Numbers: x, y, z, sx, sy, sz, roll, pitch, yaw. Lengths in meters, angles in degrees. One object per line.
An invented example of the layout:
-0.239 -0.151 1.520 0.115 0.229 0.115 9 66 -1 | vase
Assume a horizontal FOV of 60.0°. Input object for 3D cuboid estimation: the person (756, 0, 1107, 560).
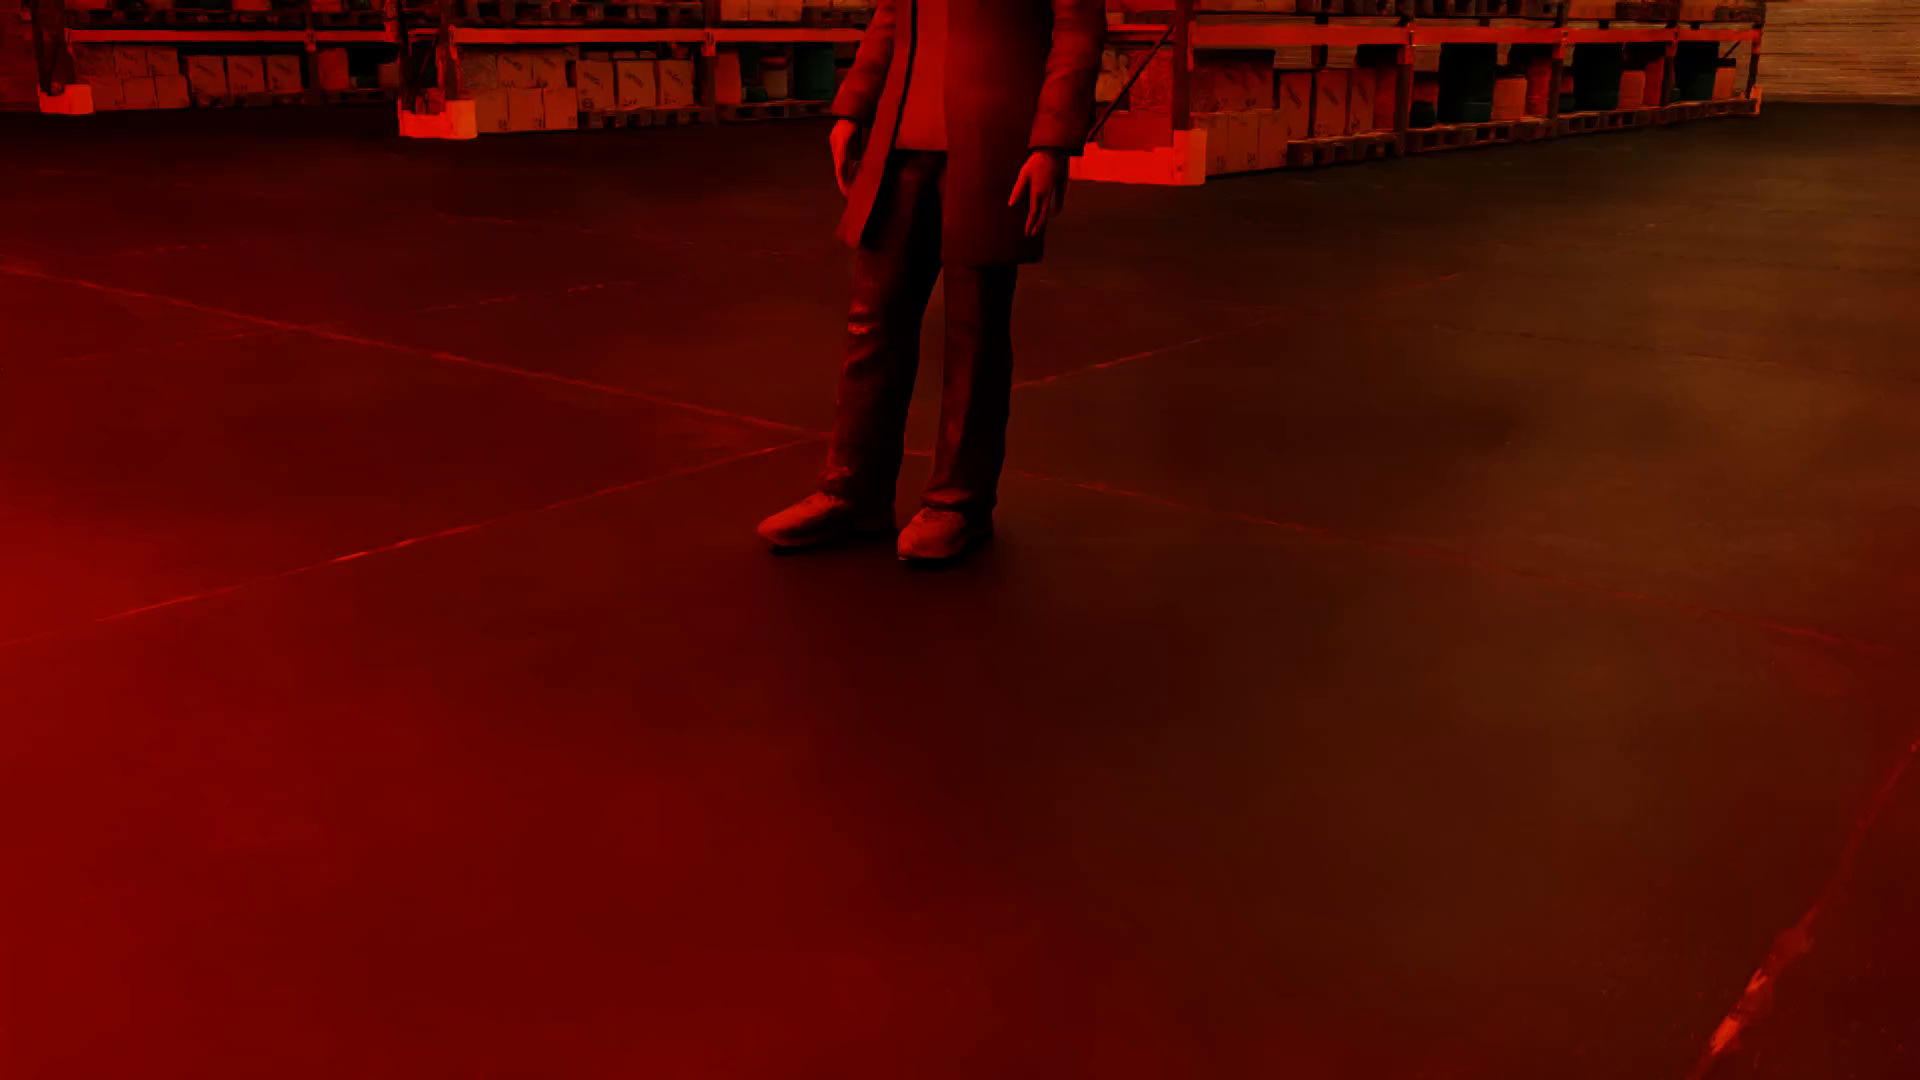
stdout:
-0.062 -0.837 3.617 0.694 1.776 0.580 13 21 37 | person
